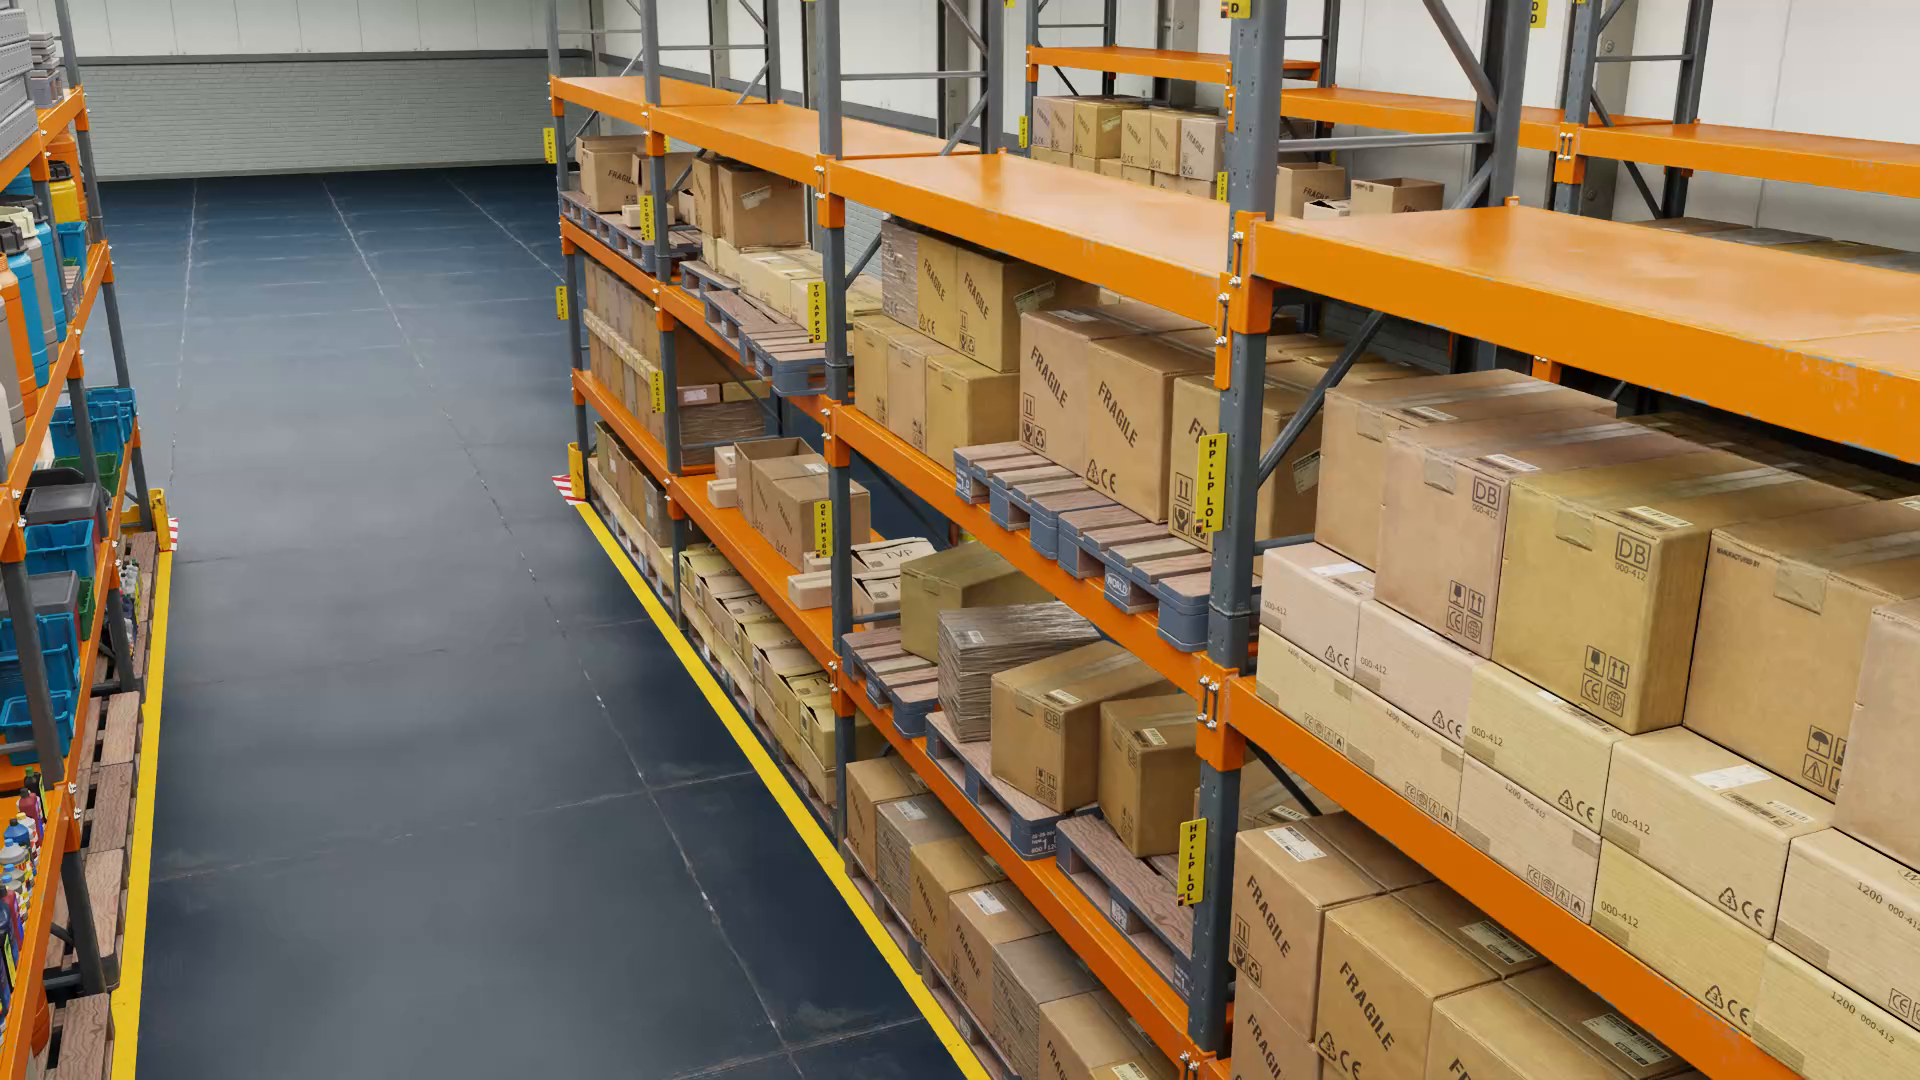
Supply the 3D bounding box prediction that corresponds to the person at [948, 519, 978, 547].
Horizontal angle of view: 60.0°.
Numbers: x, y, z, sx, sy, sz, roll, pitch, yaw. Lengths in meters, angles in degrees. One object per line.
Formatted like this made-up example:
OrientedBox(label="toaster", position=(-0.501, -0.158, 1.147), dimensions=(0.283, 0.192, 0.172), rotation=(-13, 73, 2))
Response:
OrientedBox(label="person", position=(0.213, 0.092, 12.570), dimensions=(0.625, 1.760, 0.460), rotation=(-8, 20, -22))
